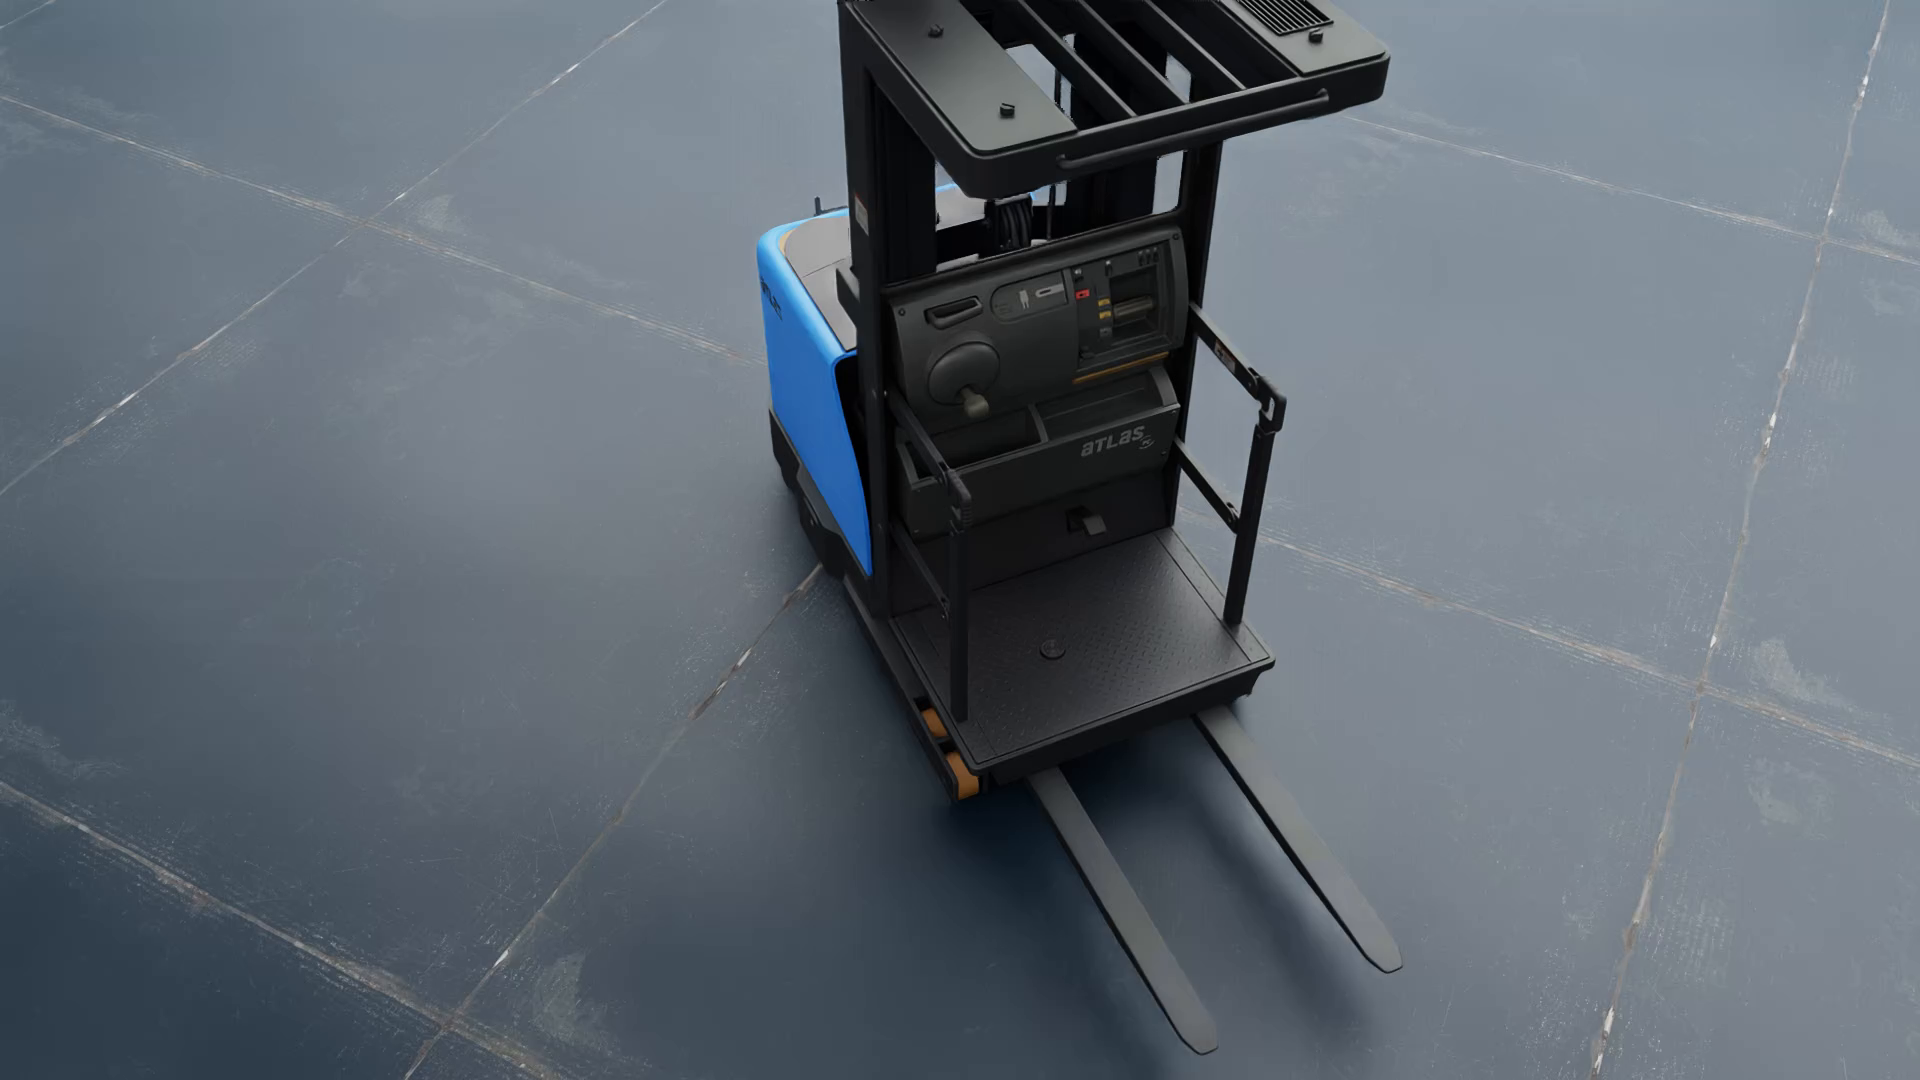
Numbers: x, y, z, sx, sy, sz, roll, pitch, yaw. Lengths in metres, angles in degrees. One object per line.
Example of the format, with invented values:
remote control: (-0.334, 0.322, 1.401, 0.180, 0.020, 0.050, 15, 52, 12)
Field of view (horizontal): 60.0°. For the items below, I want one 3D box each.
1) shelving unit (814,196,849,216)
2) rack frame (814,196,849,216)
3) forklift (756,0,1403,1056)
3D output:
shelving unit: (-0.388, -0.912, 6.507, 0.258, 0.900, 0.210, -14, 41, -13)
rack frame: (-0.421, -0.973, 6.581, 0.240, 0.900, 0.006, -14, 41, -13)
forklift: (0.337, -0.543, 4.726, 1.130, 2.935, 3.031, -18, 48, -17)
